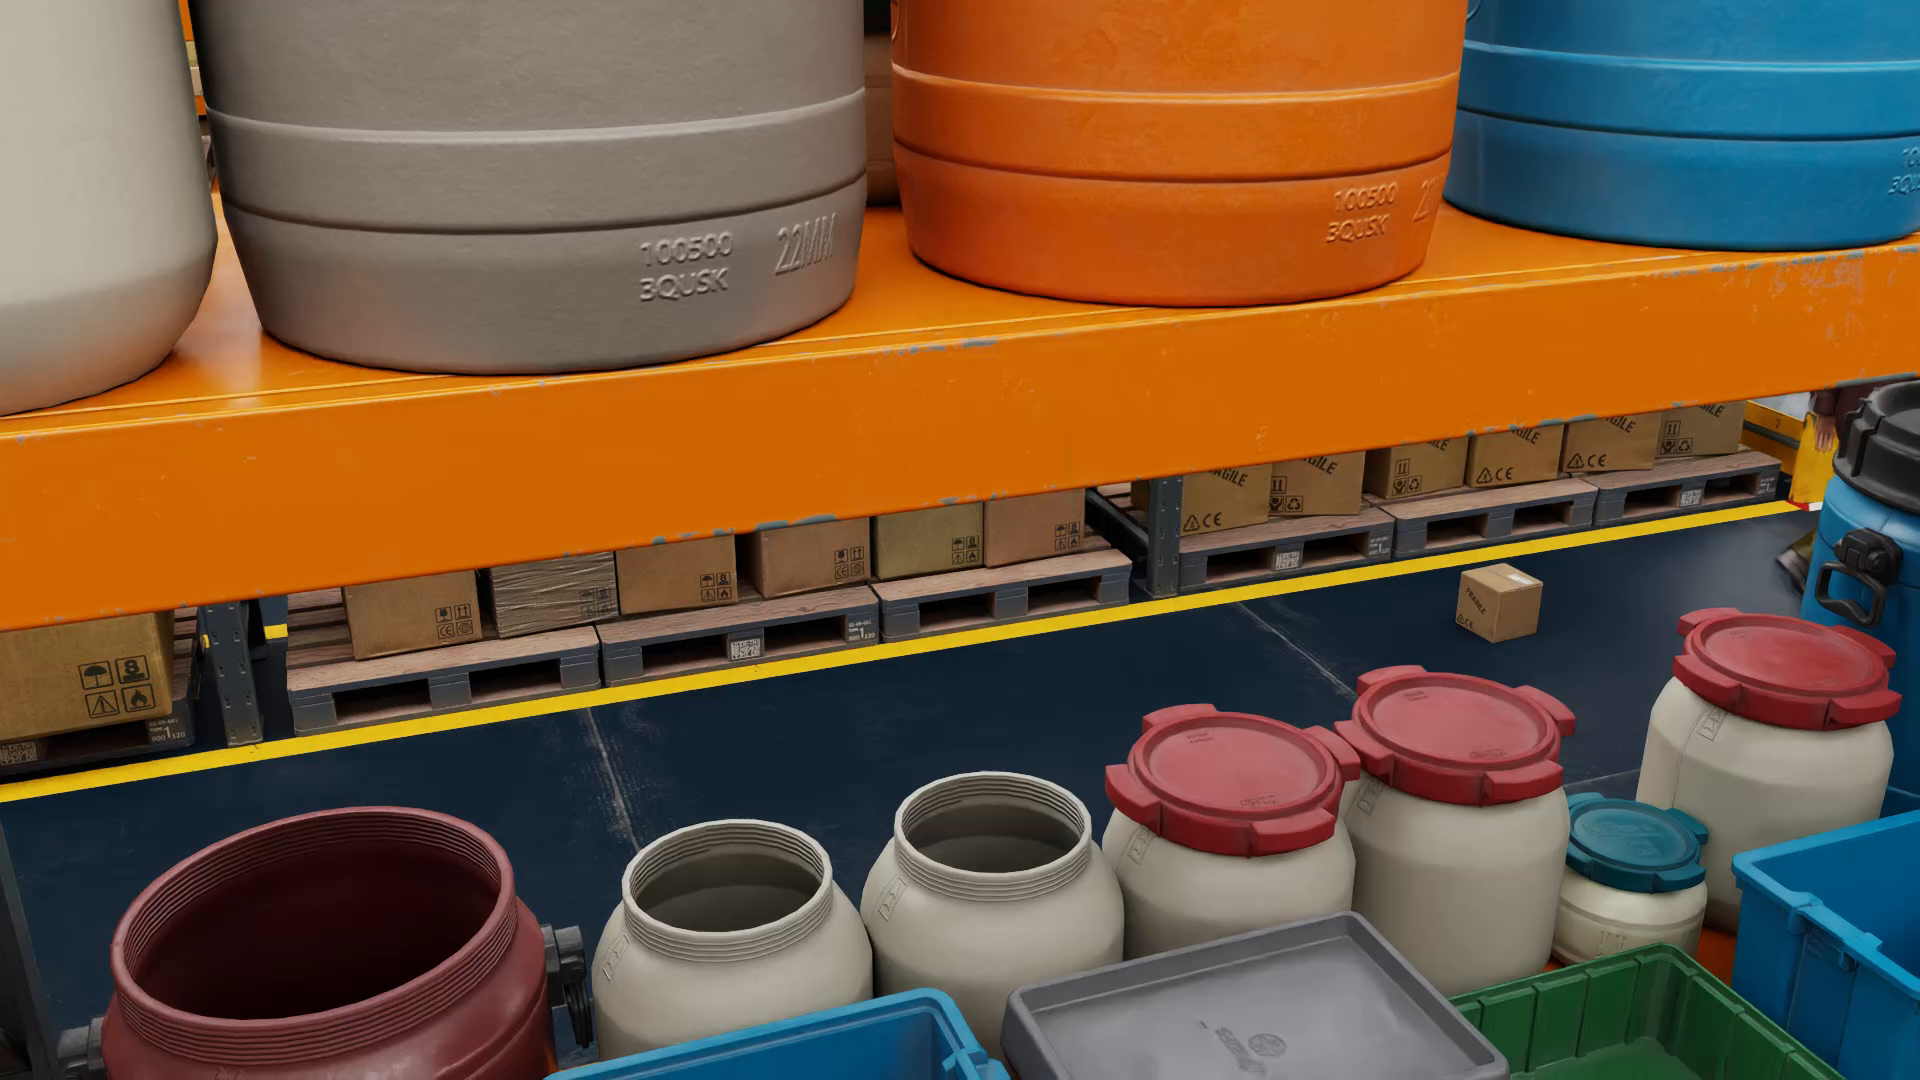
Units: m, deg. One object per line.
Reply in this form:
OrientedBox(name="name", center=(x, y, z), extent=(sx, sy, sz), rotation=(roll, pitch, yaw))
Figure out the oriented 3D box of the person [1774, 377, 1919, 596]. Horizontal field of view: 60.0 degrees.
OrientedBox(name="person", center=(4.056, -0.517, 7.361), extent=(0.932, 1.748, 0.574), rotation=(-7, 23, -16))
